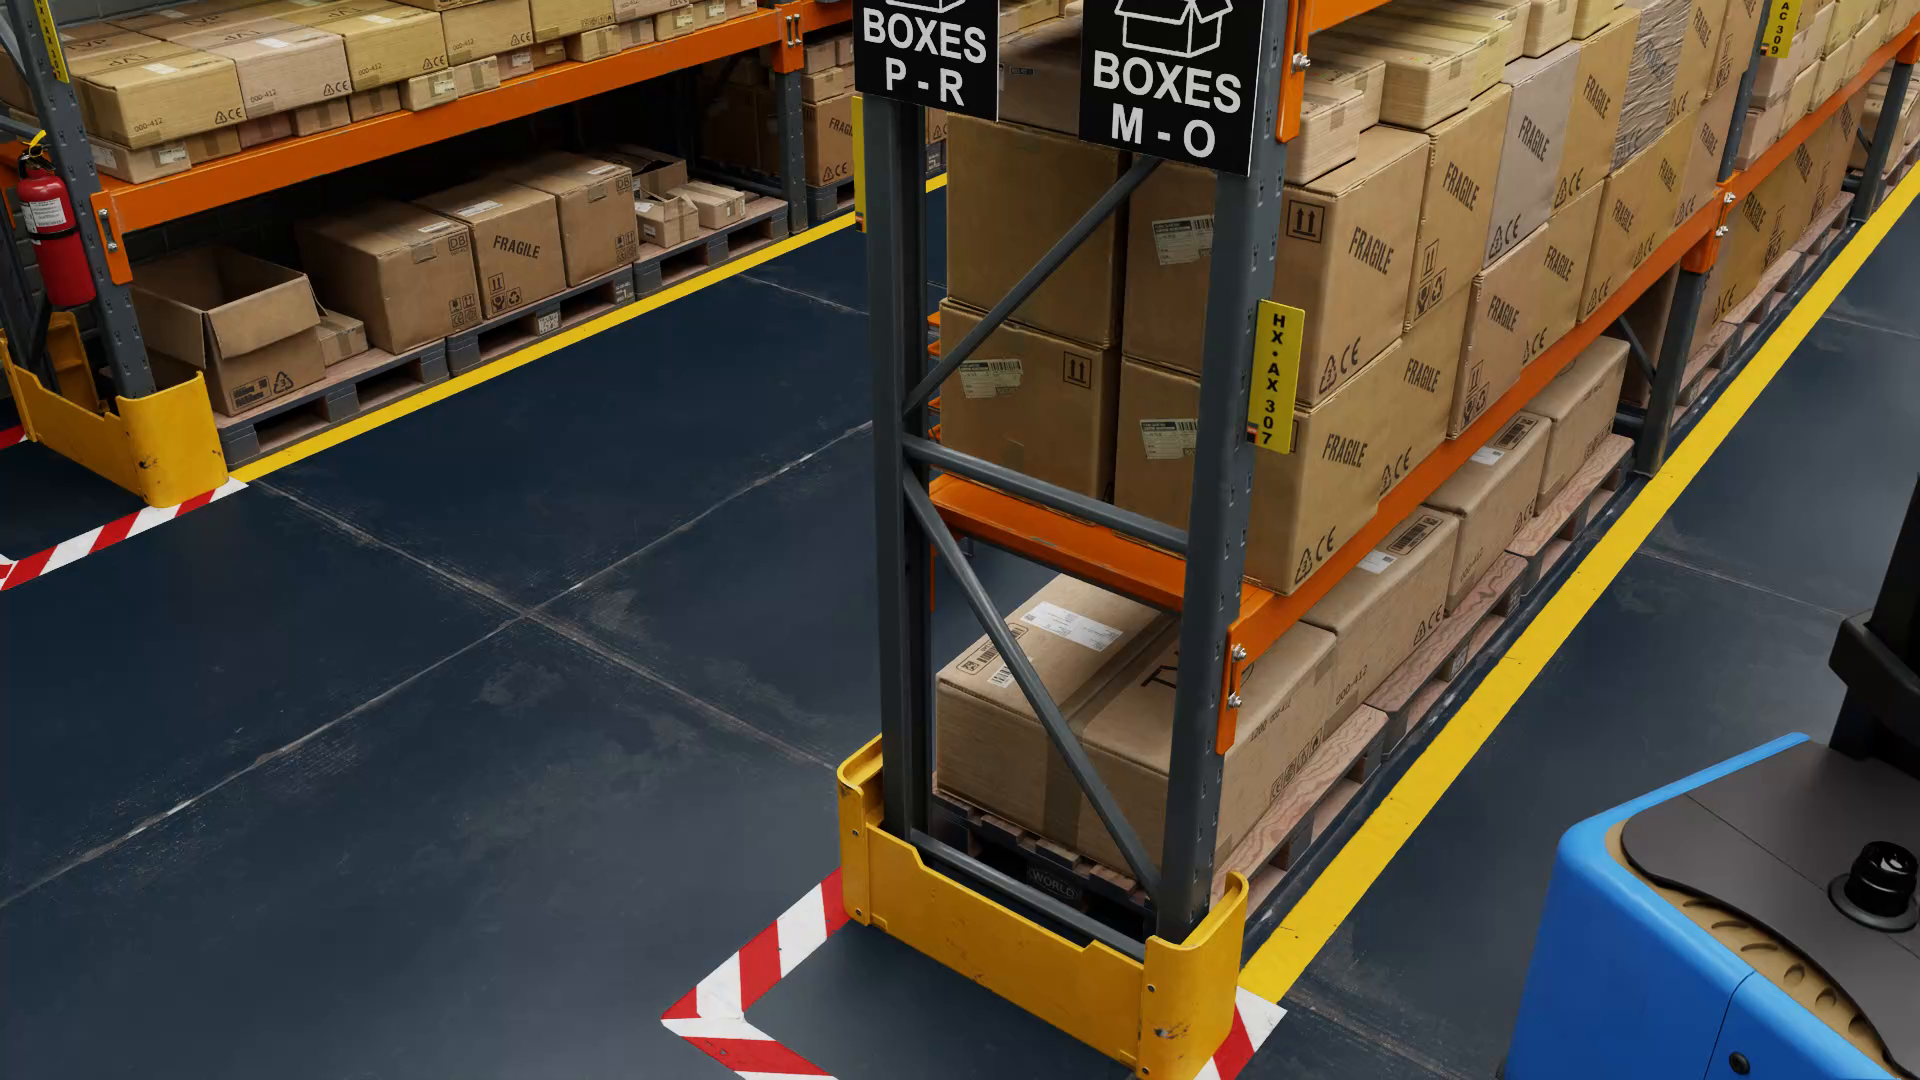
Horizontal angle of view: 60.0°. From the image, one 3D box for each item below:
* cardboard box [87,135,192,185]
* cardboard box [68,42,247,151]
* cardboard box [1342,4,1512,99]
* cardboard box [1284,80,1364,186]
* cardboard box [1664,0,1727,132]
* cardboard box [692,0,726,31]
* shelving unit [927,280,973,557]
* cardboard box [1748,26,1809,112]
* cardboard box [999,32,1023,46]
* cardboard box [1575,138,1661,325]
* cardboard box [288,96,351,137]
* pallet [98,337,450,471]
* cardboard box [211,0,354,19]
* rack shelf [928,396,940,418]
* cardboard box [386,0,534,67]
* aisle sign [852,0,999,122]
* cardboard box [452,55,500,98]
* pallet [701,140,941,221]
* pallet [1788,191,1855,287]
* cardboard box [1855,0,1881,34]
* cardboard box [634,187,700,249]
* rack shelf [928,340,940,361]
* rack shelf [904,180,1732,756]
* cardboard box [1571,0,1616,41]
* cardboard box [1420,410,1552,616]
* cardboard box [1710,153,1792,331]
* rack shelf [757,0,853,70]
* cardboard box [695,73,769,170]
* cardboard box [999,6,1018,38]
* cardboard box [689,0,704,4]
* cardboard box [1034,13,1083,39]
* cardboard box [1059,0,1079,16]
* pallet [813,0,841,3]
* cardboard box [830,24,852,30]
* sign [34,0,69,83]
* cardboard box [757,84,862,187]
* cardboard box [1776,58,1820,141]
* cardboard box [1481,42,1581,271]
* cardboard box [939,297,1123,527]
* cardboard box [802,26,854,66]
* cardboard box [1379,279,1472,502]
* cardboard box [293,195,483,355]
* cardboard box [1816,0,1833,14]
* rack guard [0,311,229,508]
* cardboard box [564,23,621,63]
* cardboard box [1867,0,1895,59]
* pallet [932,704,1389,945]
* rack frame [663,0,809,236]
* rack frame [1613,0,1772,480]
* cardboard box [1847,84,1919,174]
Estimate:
[{"bbox_3d":[-3.329,-1.569,6.702,0.380,0.149,0.250,21,36,31],"label":"cardboard box"},{"bbox_3d":[-3.258,-1.793,6.689,0.500,0.250,0.500,21,37,32],"label":"cardboard box"},{"bbox_3d":[1.142,-1.225,4.159,0.380,0.149,0.250,20,36,30],"label":"cardboard box"},{"bbox_3d":[0.648,-0.913,3.634,0.380,0.149,0.250,22,37,32],"label":"cardboard box"},{"bbox_3d":[2.250,-1.721,5.632,0.500,0.500,0.500,21,36,31],"label":"cardboard box"},{"bbox_3d":[-1.463,-2.826,8.823,0.380,0.149,0.250,22,37,33],"label":"cardboard box"},{"bbox_3d":[0.009,-0.522,6.454,0.258,1.200,0.189,21,37,31],"label":"shelving unit"},{"bbox_3d":[3.118,-1.971,6.790,0.500,0.250,0.500,20,36,30],"label":"cardboard box"},{"bbox_3d":[0.076,-3.117,11.107,0.500,0.500,0.500,20,36,30],"label":"cardboard box"},{"bbox_3d":[1.953,-1.084,5.539,0.500,0.500,0.500,21,36,31],"label":"cardboard box"},{"bbox_3d":[-2.880,-1.888,7.241,0.380,0.149,0.250,22,37,33],"label":"cardboard box"},{"bbox_3d":[-3.220,-0.784,7.866,1.003,0.211,1.213,21,37,31],"label":"pallet"},{"bbox_3d":[-3.066,-2.369,7.661,0.500,0.250,0.500,22,37,33],"label":"cardboard box"},{"bbox_3d":[0.009,-0.484,6.477,0.258,0.103,0.180,21,37,31],"label":"rack shelf"},{"bbox_3d":[-2.359,-2.420,7.746,0.500,0.250,0.500,20,36,30],"label":"cardboard box"},{"bbox_3d":[-0.078,-1.287,3.429,0.394,0.787,0.004,21,37,31],"label":"aisle sign"},{"bbox_3d":[-2.369,-2.191,7.751,0.380,0.149,0.250,22,37,32],"label":"cardboard box"},{"bbox_3d":[-0.871,-2.397,10.587,1.003,0.211,1.213,21,37,31],"label":"pallet"},{"bbox_3d":[4.506,-1.857,9.676,1.003,0.211,1.213,21,37,31],"label":"pallet"},{"bbox_3d":[4.040,-2.594,7.842,0.500,0.250,0.500,20,36,30],"label":"cardboard box"},{"bbox_3d":[-1.650,-1.797,9.109,0.396,0.266,0.258,23,37,33],"label":"cardboard box"},{"bbox_3d":[0.009,-0.690,6.354,0.258,0.103,0.180,21,37,31],"label":"rack shelf"},{"bbox_3d":[1.420,-0.606,5.535,1.077,0.370,4.000,21,37,31],"label":"rack shelf"},{"bbox_3d":[1.618,-1.531,4.676,0.380,0.149,0.250,20,36,30],"label":"cardboard box"},{"bbox_3d":[1.623,-0.220,6.280,0.875,0.438,0.875,20,36,30],"label":"cardboard box"},{"bbox_3d":[3.477,-1.641,8.249,0.875,0.875,0.875,22,37,33],"label":"cardboard box"},{"bbox_3d":[-0.125,-3.757,10.854,1.077,0.370,4.000,21,37,31],"label":"rack shelf"},{"bbox_3d":[-1.271,-2.650,10.319,0.500,0.500,0.500,21,37,31],"label":"cardboard box"},{"bbox_3d":[0.164,-3.455,11.042,0.380,0.149,0.250,19,36,29],"label":"cardboard box"},{"bbox_3d":[-1.445,-3.035,8.785,0.500,0.250,0.500,22,37,32],"label":"cardboard box"},{"bbox_3d":[0.404,-1.172,4.071,0.380,0.149,0.250,22,37,32],"label":"cardboard box"},{"bbox_3d":[0.652,-3.772,11.576,0.380,0.149,0.250,20,36,30],"label":"cardboard box"},{"bbox_3d":[-0.763,-3.463,9.839,1.003,0.211,1.213,21,37,31],"label":"pallet"},{"bbox_3d":[-0.912,-3.199,10.609,0.380,0.149,0.250,19,36,29],"label":"cardboard box"},{"bbox_3d":[-3.314,-1.834,6.053,0.100,0.325,0.005,21,37,31],"label":"sign"},{"bbox_3d":[-0.861,-2.487,10.044,0.500,0.500,0.500,23,38,33],"label":"cardboard box"},{"bbox_3d":[3.415,-1.972,7.282,0.500,0.250,0.500,20,36,30],"label":"cardboard box"},{"bbox_3d":[1.341,-1.106,4.596,0.500,0.500,0.500,21,36,31],"label":"cardboard box"},{"bbox_3d":[0.293,-0.423,4.423,0.500,0.500,0.500,21,37,32],"label":"cardboard box"},{"bbox_3d":[-0.785,-2.951,9.899,0.380,0.149,0.250,19,36,29],"label":"cardboard box"},{"bbox_3d":[1.015,-0.466,4.496,0.500,0.500,0.500,21,36,31],"label":"cardboard box"},{"bbox_3d":[-2.755,-1.288,8.022,0.700,0.500,0.500,23,38,33],"label":"cardboard box"},{"bbox_3d":[3.407,-2.507,6.959,0.500,0.500,0.500,21,37,31],"label":"cardboard box"},{"bbox_3d":[-3.701,-0.584,7.245,1.175,0.500,0.348,21,37,31],"label":"rack guard"},{"bbox_3d":[-1.912,-2.502,8.277,0.380,0.149,0.250,21,36,31],"label":"cardboard box"},{"bbox_3d":[4.331,-2.592,8.328,0.500,0.250,0.500,21,36,31],"label":"cardboard box"},{"bbox_3d":[0.633,0.748,5.280,1.003,0.211,1.213,21,37,31],"label":"pallet"},{"bbox_3d":[-1.332,-3.254,9.299,1.000,3.000,0.127,21,37,31],"label":"rack frame"},{"bbox_3d":[2.628,-1.728,6.724,1.000,3.000,0.127,21,37,31],"label":"rack frame"},{"bbox_3d":[5.391,-2.631,10.412,0.950,0.372,0.625,18,35,28],"label":"cardboard box"}]
